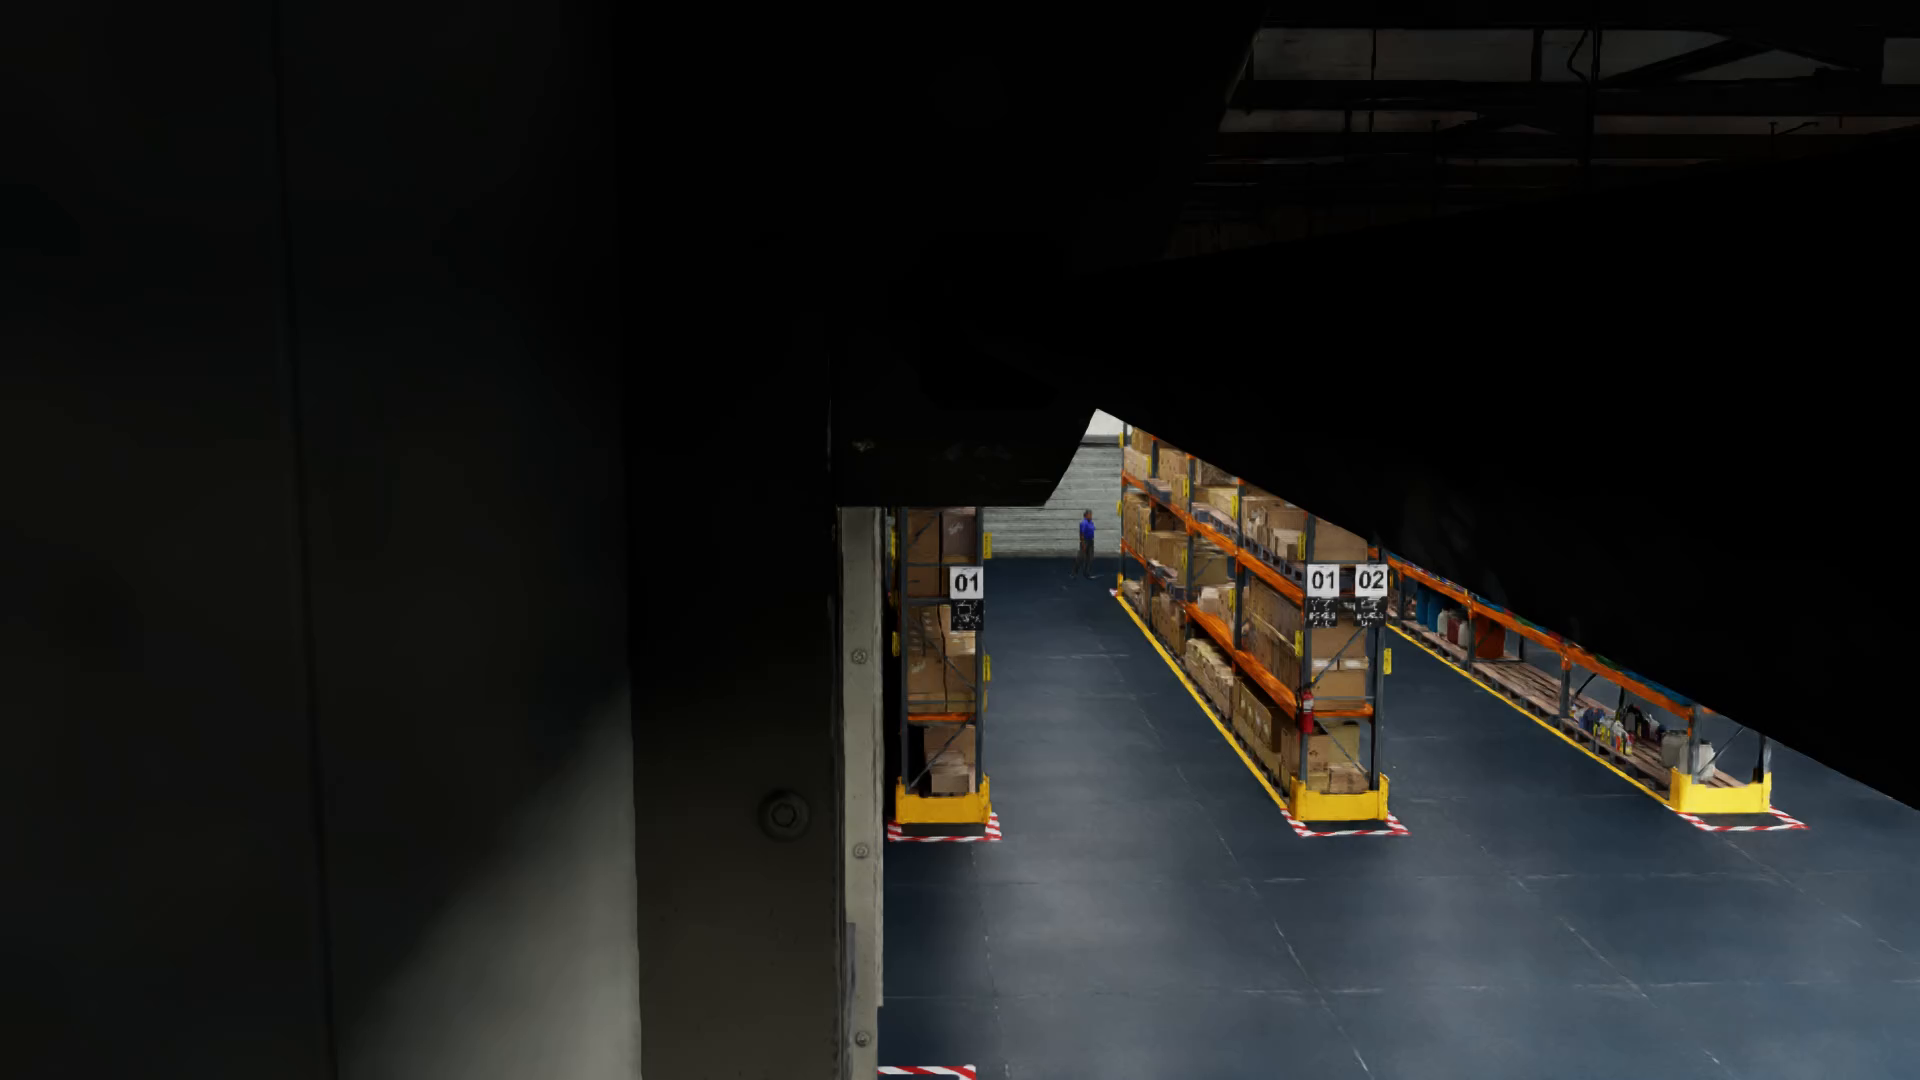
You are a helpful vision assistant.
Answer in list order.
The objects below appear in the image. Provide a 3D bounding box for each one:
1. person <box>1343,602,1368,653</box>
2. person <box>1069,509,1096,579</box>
[{"bbox_3d":[7.275,1.277,30.334,0.639,1.632,0.512,-1,8,-4],"label":"person"},{"bbox_3d":[2.826,0.100,38.591,0.460,1.654,0.641,8,11,43],"label":"person"}]
